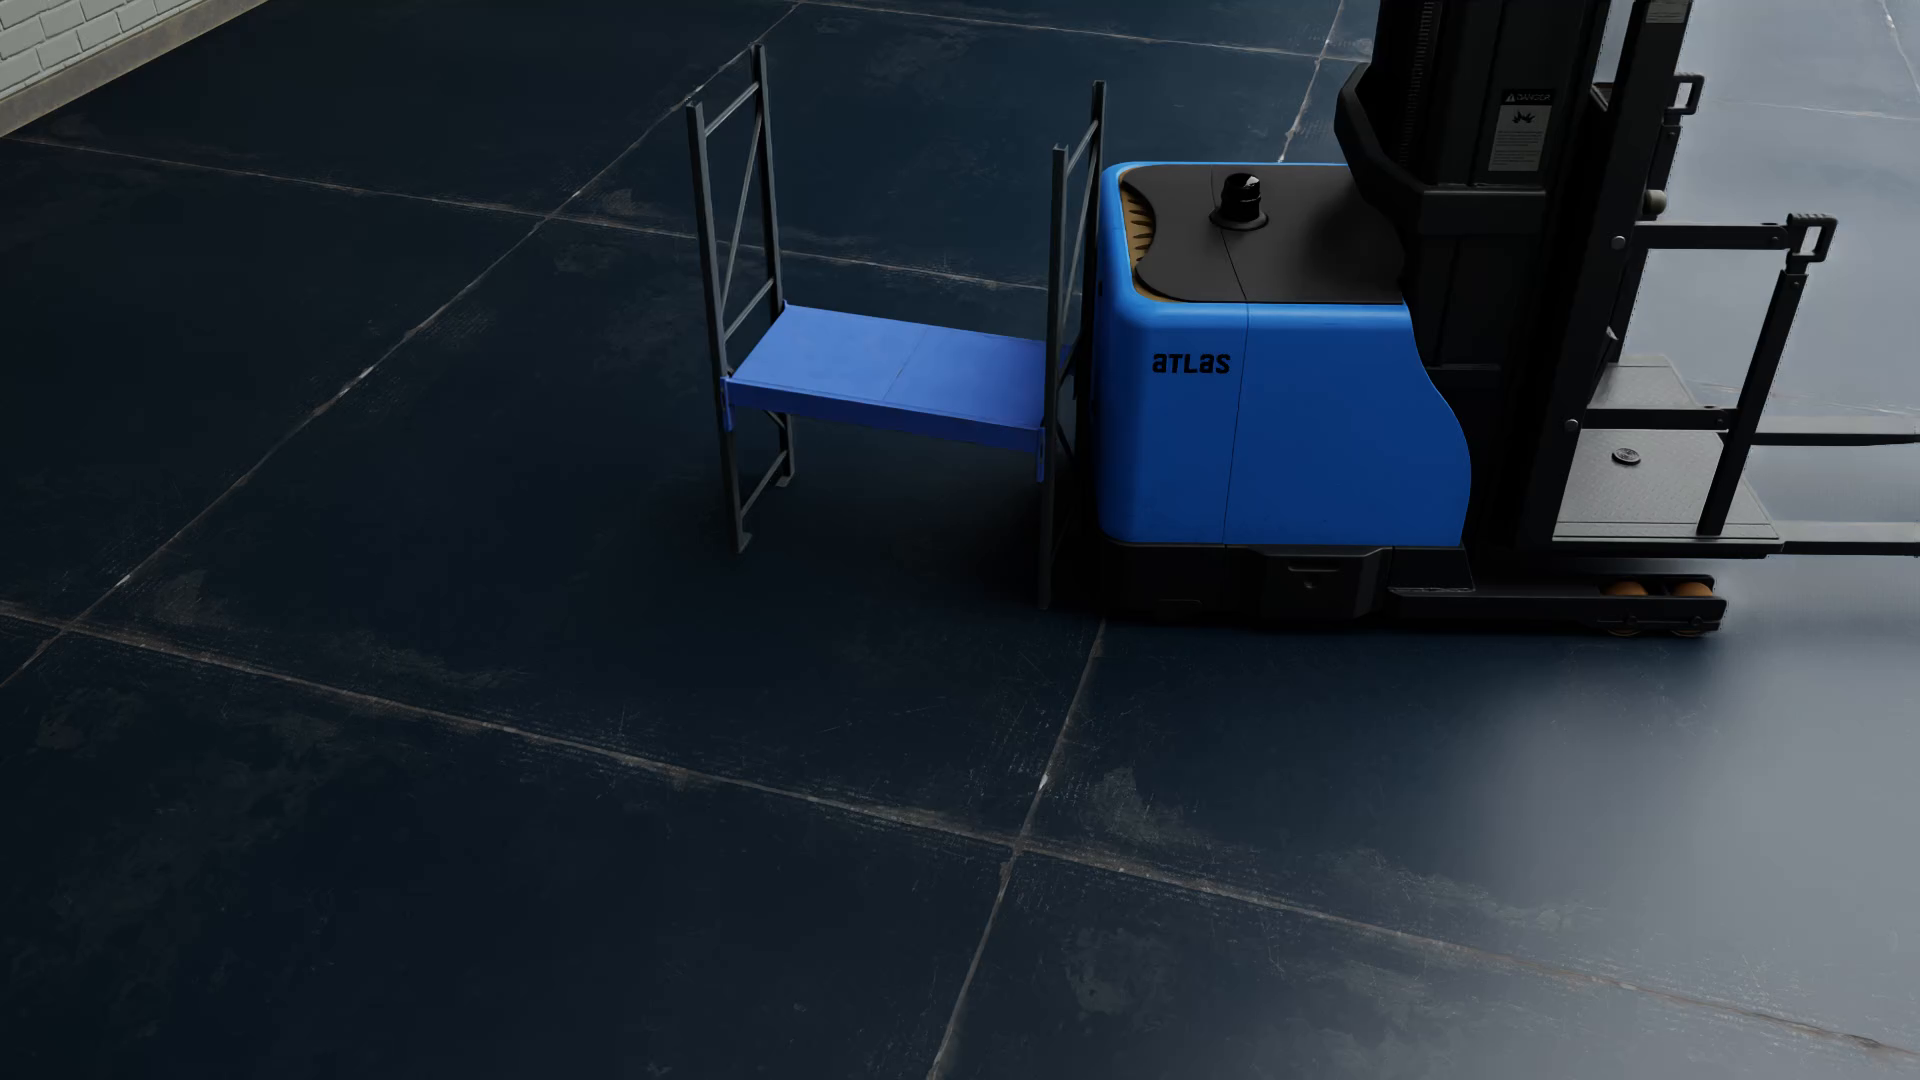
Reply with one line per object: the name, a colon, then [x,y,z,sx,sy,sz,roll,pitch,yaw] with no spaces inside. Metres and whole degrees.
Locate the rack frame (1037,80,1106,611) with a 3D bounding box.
rack frame: [0.322,-0.530,4.868,0.032,1.500,0.500,10,37,13]

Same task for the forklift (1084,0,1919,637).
forklift: [1.922,-1.208,4.583,3.031,2.935,1.130,1,36,1]

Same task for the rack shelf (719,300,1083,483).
rack shelf: [-0.166,-0.470,5.090,1.000,0.185,0.538,10,37,13]

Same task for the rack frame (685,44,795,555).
rack frame: [-0.654,-0.700,5.099,0.032,1.500,0.500,10,37,13]

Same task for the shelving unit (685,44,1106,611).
shelving unit: [-0.166,-0.615,4.984,1.048,1.500,0.538,10,37,13]
